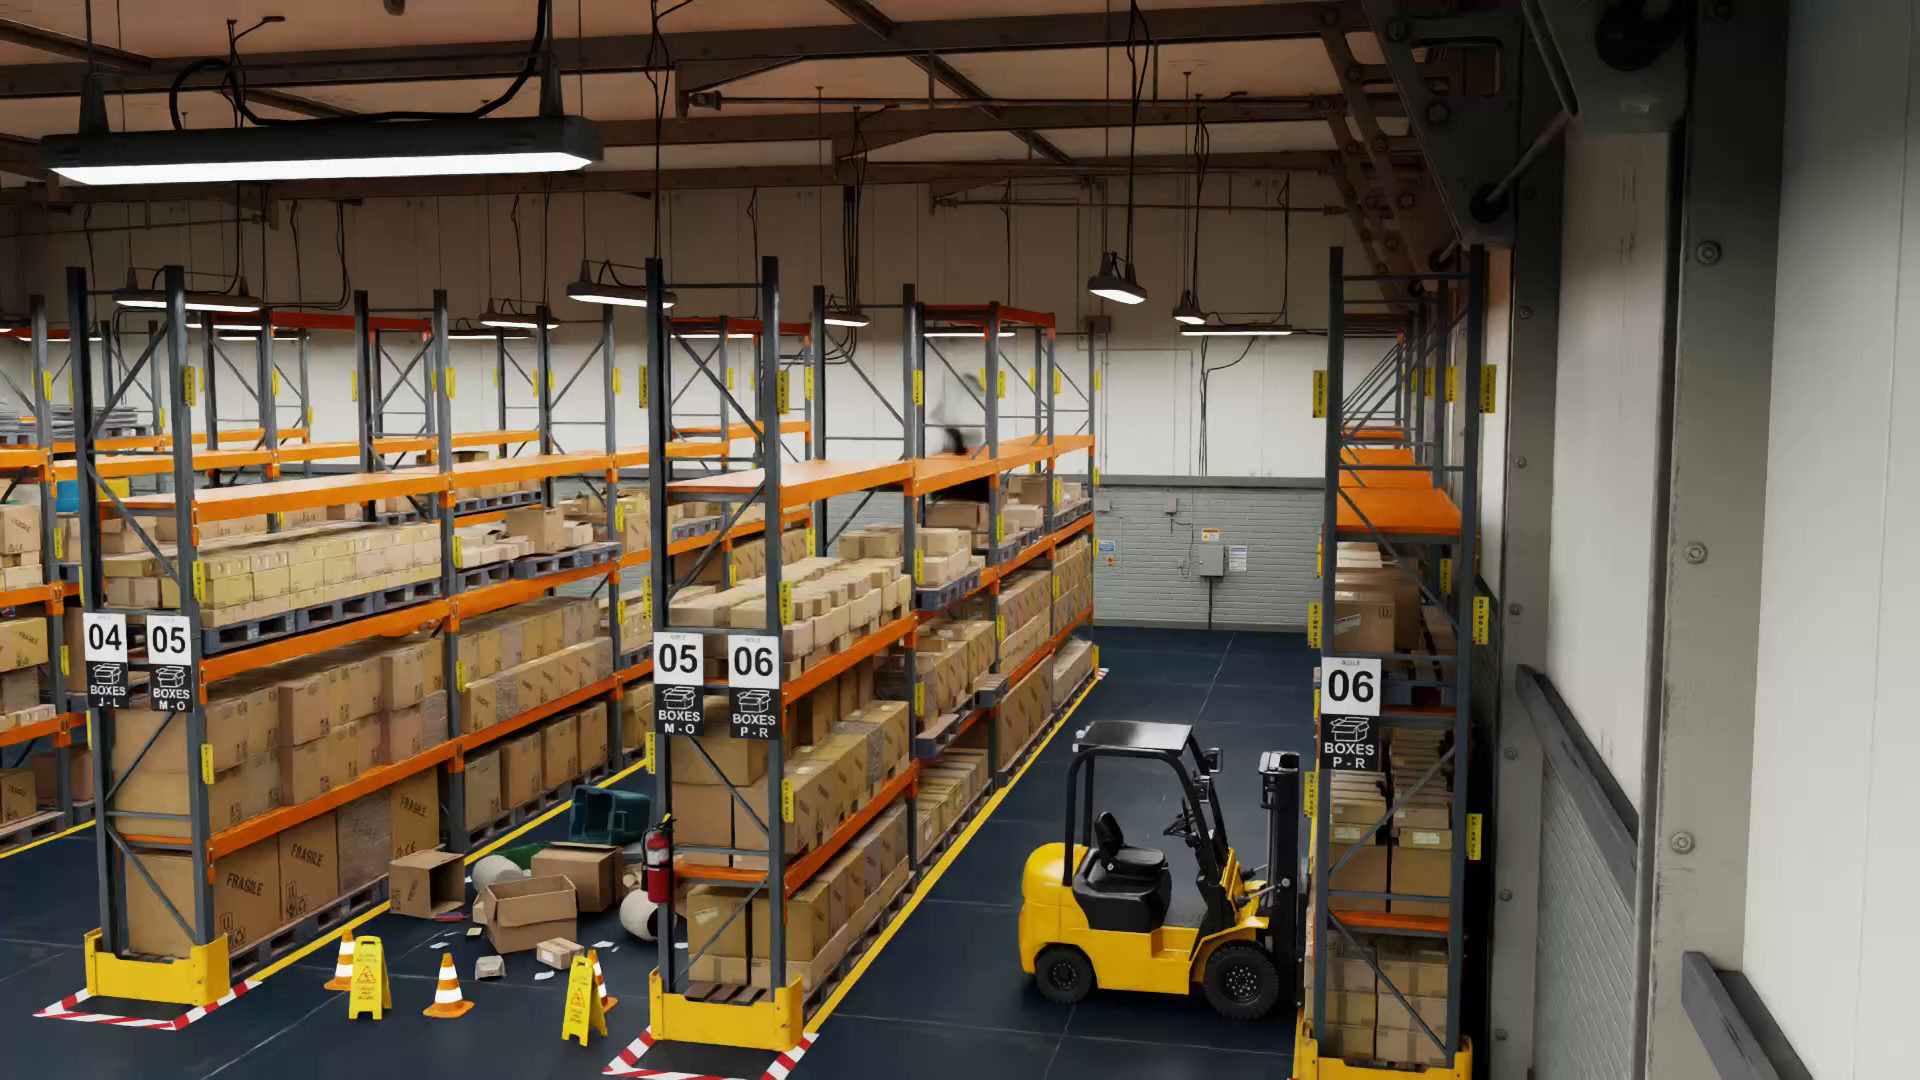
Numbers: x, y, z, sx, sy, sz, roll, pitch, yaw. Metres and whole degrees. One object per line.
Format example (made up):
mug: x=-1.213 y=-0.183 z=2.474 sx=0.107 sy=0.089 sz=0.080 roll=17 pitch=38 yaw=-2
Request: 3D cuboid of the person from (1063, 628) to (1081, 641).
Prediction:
person: x=1.921 y=1.333 z=29.536 sx=0.535 sy=1.710 sz=0.746 roll=2 pitch=6 yaw=19

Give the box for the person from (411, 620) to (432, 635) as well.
person: x=-7.607 y=1.911 z=23.504 sx=0.664 sy=1.759 sz=0.626 roll=1 pitch=6 yaw=9
